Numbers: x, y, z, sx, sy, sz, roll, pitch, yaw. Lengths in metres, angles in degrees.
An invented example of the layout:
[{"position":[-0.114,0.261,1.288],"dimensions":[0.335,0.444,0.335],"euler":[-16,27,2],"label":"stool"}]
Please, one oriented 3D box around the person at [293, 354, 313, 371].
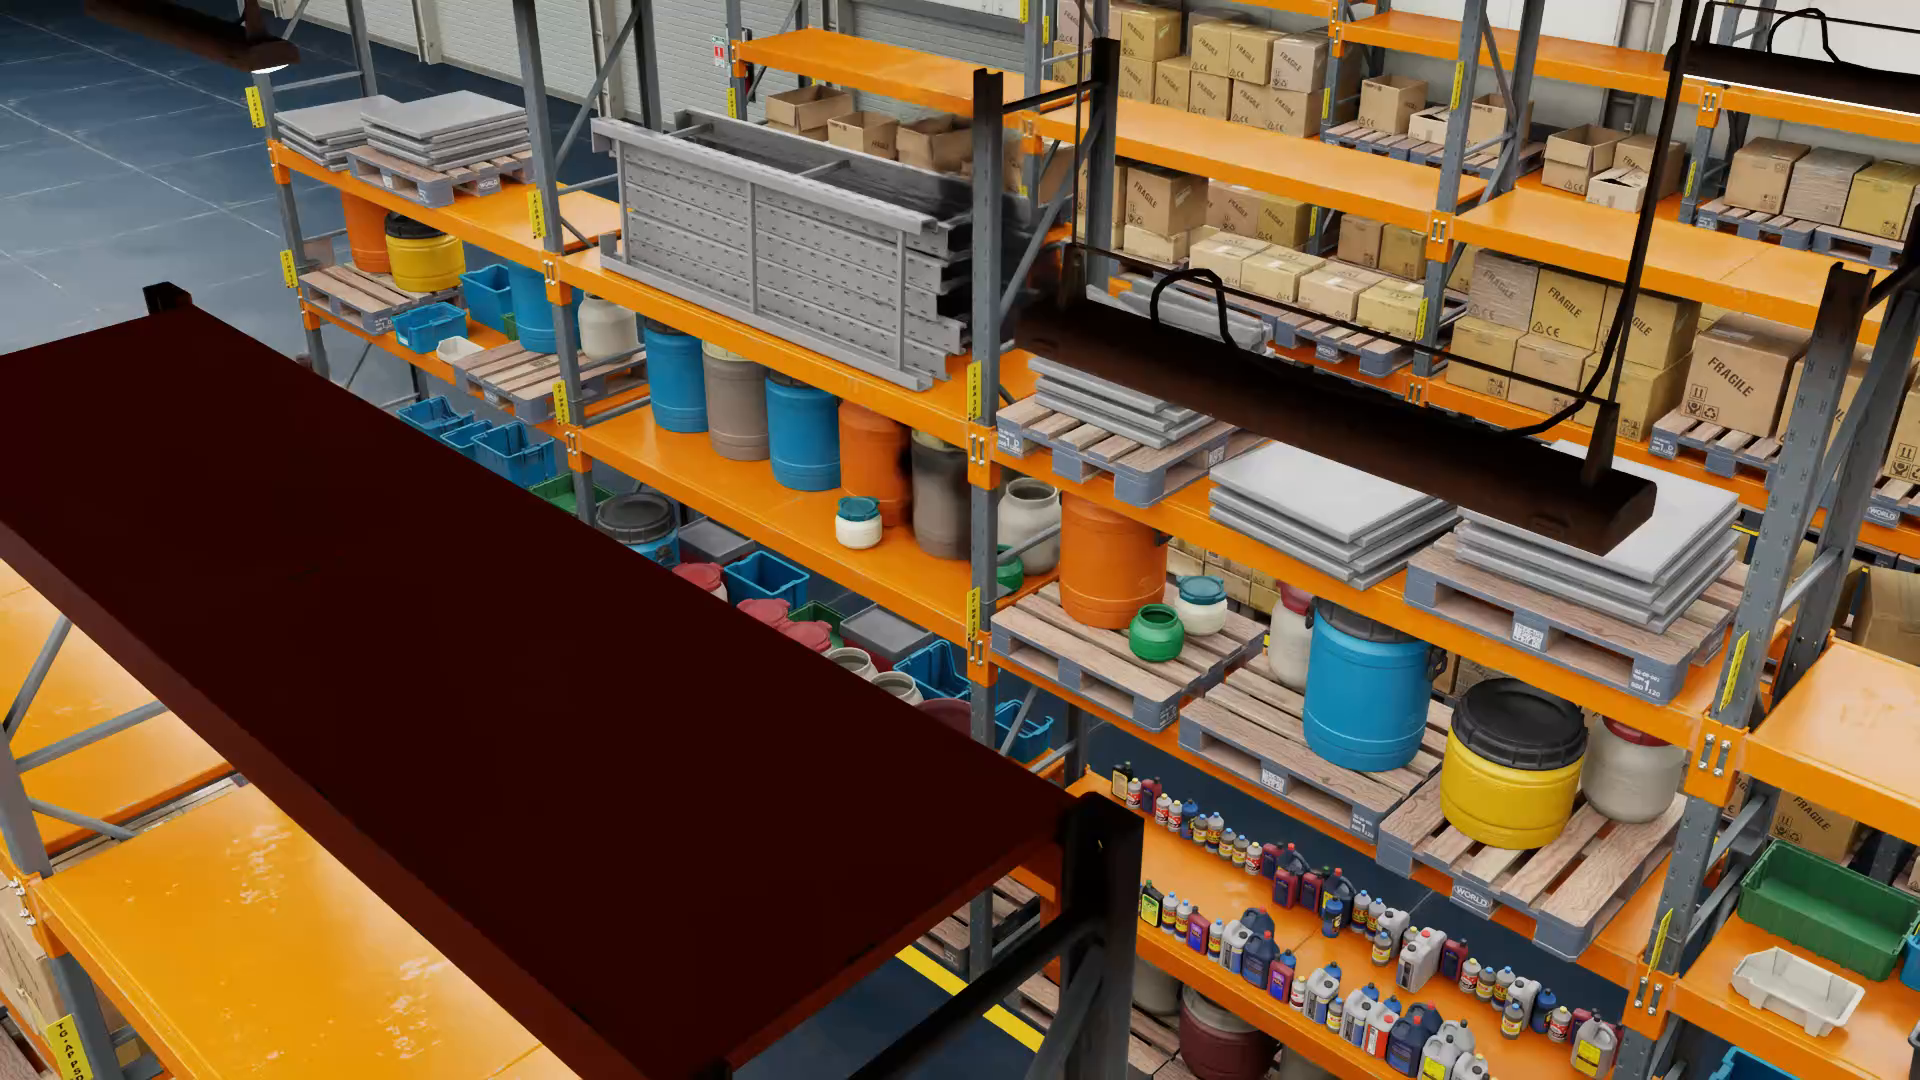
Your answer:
[{"position":[-6.321,-1.071,16.510],"dimensions":[0.797,1.667,0.589],"euler":[-7,30,-12],"label":"person"}]
